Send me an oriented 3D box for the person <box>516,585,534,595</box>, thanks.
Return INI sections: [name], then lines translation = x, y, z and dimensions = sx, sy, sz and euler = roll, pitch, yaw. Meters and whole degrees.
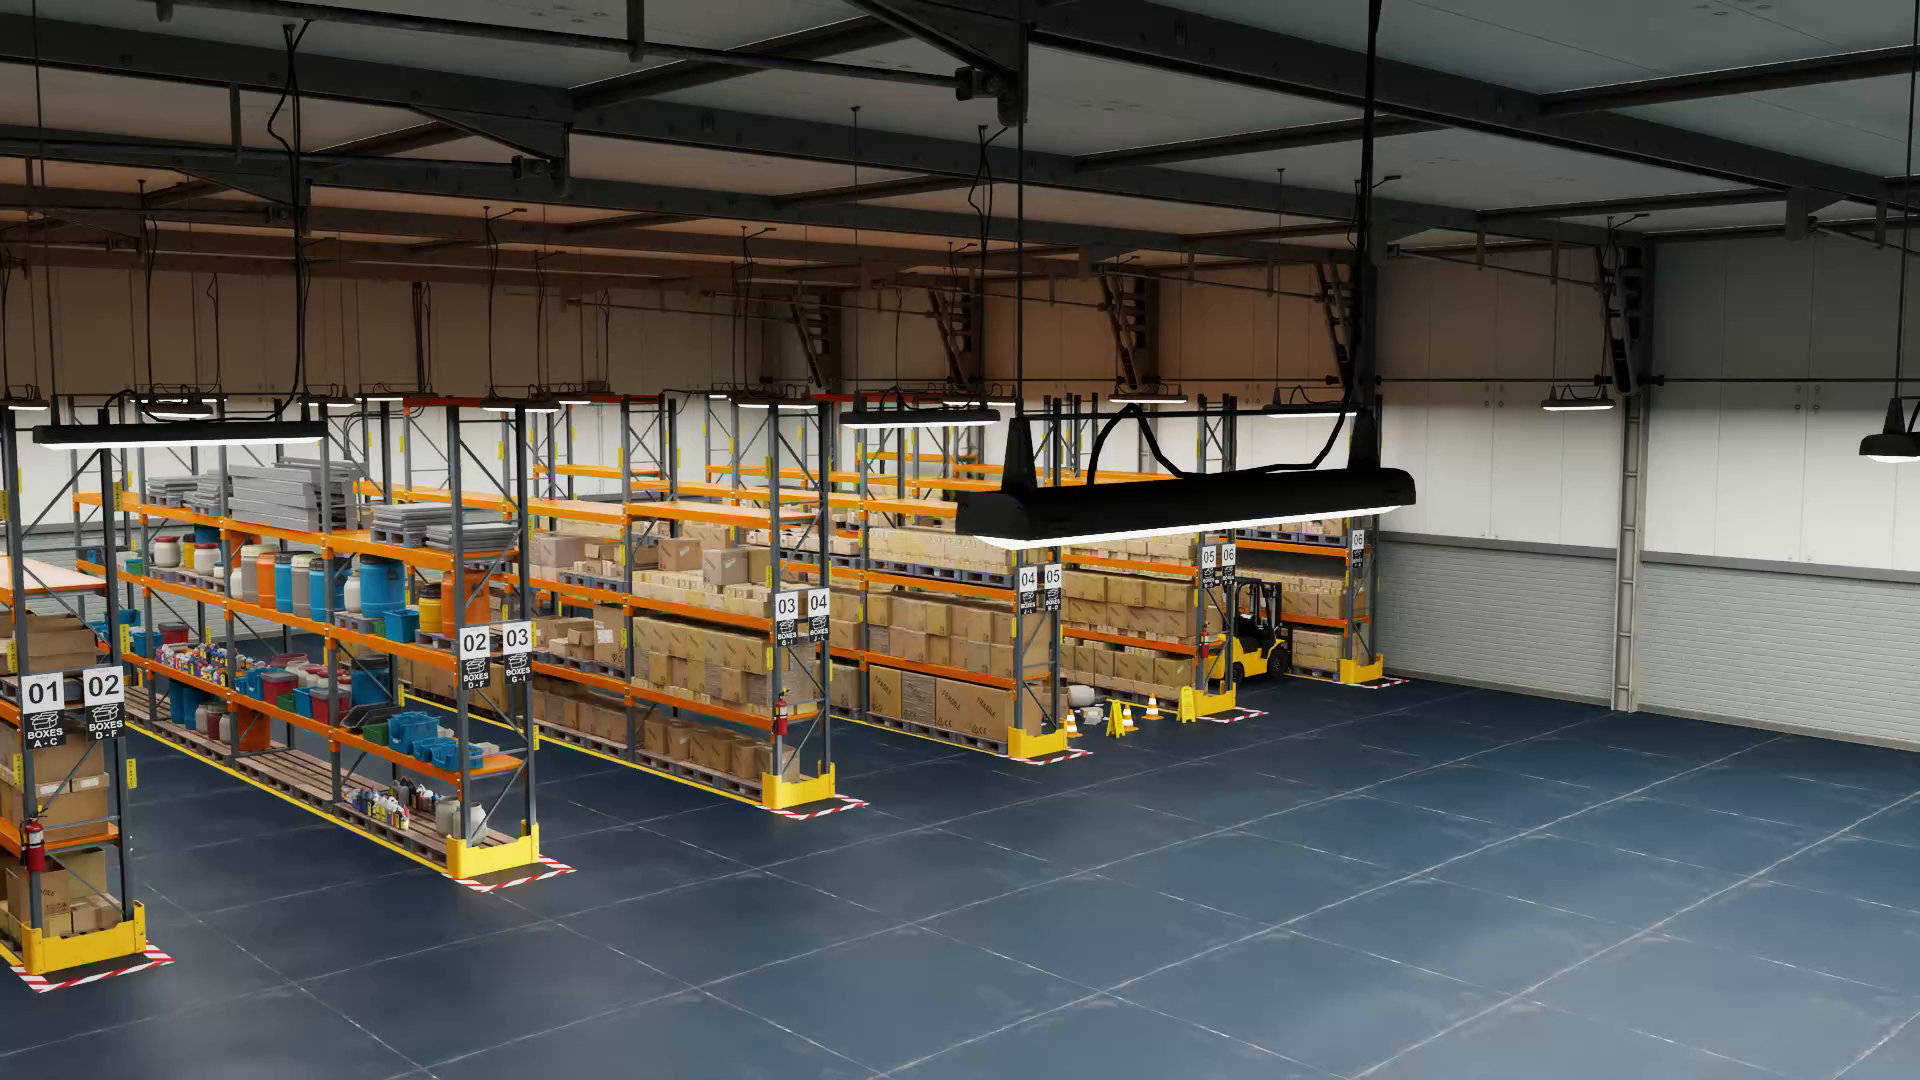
[person]
translation = -10.743, 1.599, 40.573
dimensions = 0.854, 1.605, 0.650
euler = -3, 6, -32
